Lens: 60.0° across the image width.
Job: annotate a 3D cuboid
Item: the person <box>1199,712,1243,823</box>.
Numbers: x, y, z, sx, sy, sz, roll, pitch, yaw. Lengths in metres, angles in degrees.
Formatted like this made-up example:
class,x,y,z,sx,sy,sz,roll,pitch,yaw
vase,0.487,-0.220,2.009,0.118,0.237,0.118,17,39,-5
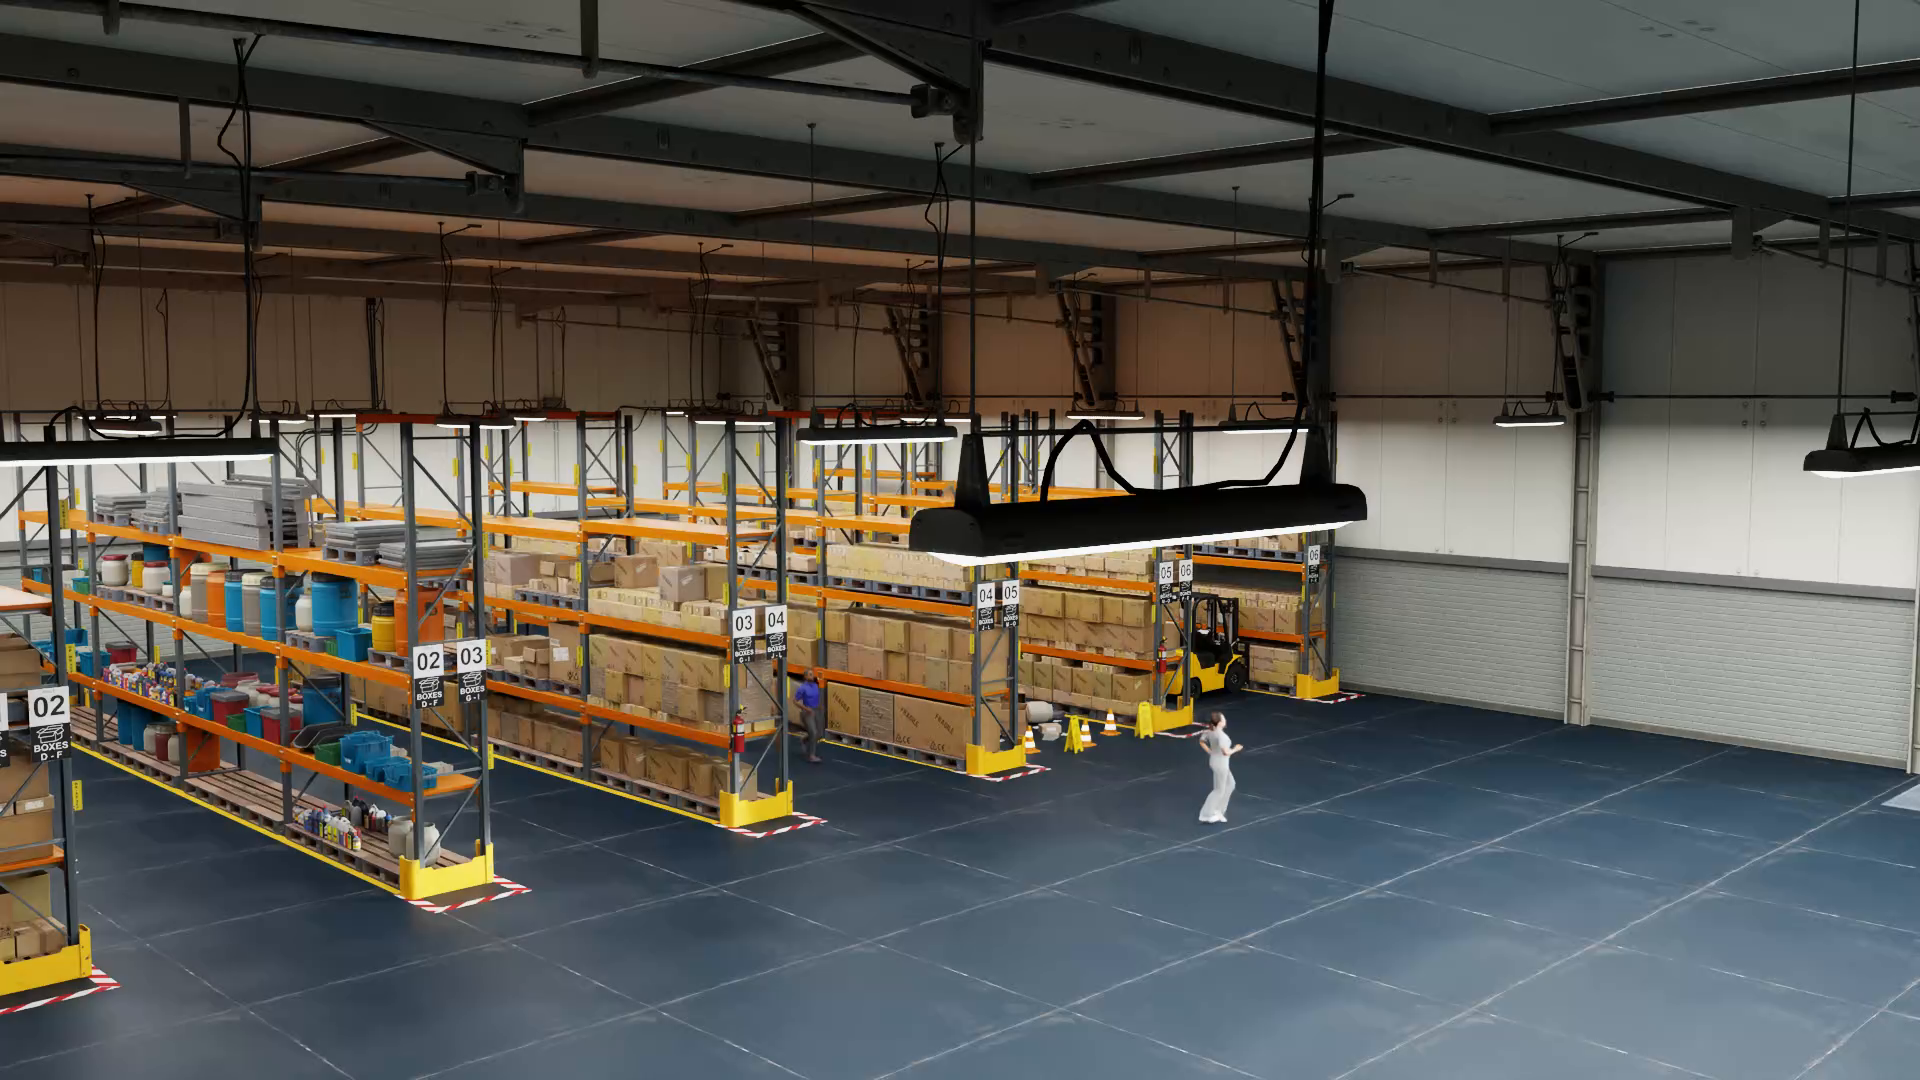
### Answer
class,x,y,z,sx,sy,sz,roll,pitch,yaw
person,3.846,3.370,24.578,0.663,1.695,0.545,-1,5,-10

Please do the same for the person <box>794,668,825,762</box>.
class,x,y,z,sx,sy,sz,roll,pitch,yaw
person,-2.622,3.030,28.850,0.566,1.592,0.574,4,7,41
